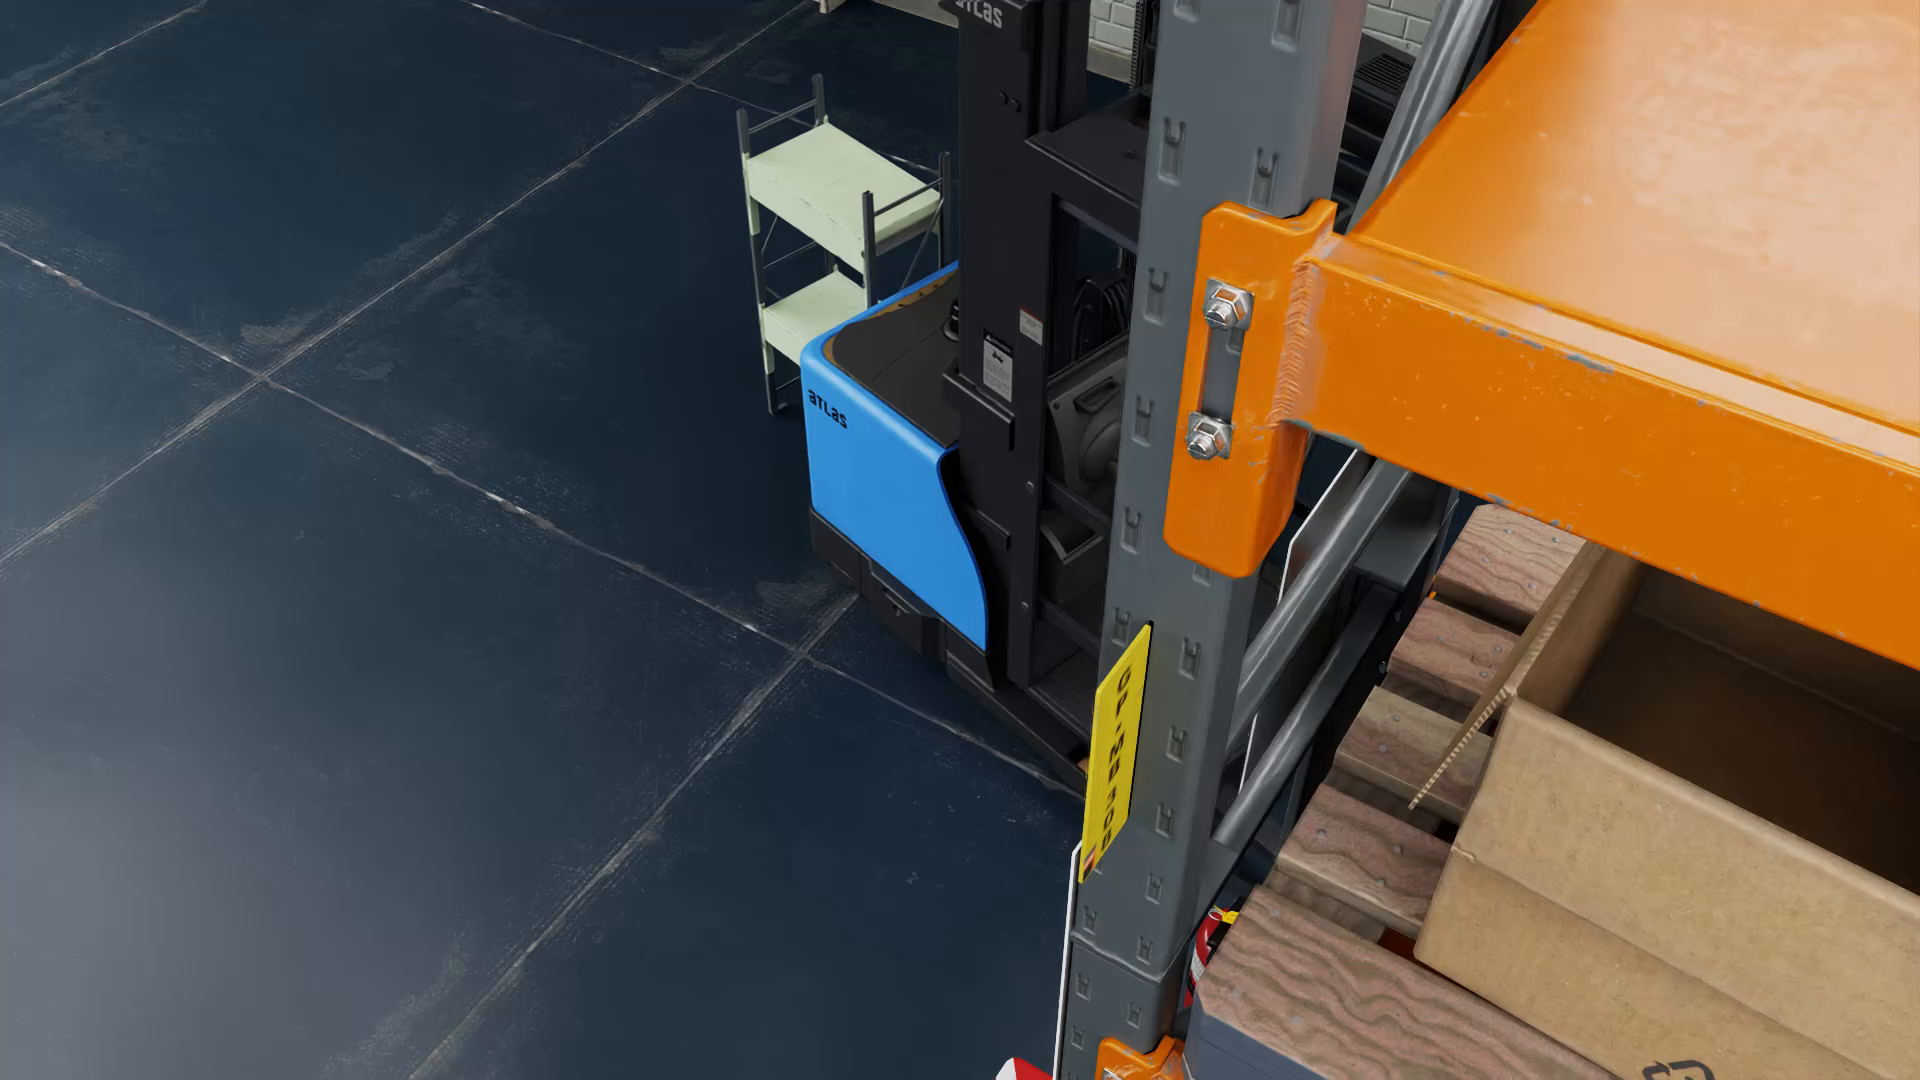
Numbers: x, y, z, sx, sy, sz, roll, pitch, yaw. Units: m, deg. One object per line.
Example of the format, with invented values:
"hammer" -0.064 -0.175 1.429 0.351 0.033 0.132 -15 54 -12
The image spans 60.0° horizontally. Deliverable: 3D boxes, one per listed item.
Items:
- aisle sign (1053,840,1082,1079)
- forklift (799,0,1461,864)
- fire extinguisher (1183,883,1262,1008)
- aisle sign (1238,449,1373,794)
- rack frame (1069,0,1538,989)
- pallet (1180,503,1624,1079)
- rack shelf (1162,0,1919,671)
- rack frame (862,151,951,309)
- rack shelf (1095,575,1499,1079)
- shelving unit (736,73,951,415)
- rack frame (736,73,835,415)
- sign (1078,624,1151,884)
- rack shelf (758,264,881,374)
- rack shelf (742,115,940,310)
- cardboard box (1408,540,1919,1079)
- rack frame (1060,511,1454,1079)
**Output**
"aisle sign" 0.239 0.522 2.339 0.004 0.787 0.394 25 51 22
"forklift" 0.772 -0.413 5.108 1.130 2.935 3.031 -33 54 -28
"fire extinguisher" 0.611 0.969 3.771 0.183 0.674 0.296 25 51 22
"aisle sign" 0.563 0.160 2.691 0.004 0.787 0.394 25 51 22
"rack frame" 0.460 -0.822 1.274 0.127 3.000 1.000 25 51 22
"pallet" 1.041 0.543 2.101 1.213 0.211 1.003 25 51 22
"rack shelf" 2.143 0.342 0.923 4.000 0.370 1.077 25 51 22
"rack frame" -0.190 -0.785 6.467 0.400 1.500 0.023 -33 54 -28
"rack shelf" 2.143 1.248 1.856 4.000 0.370 1.077 25 51 22
"shelving unit" -0.437 -0.979 6.656 0.431 1.500 0.755 -33 54 -28
"rack frame" -0.683 -1.173 6.845 0.400 1.500 0.023 -33 54 -28
"sign" 0.155 0.224 1.685 0.005 0.325 0.100 25 51 22
"rack shelf" -0.437 -0.752 6.890 0.431 0.370 0.720 -33 54 -28
"rack shelf" -0.437 -1.251 6.376 0.431 0.370 0.720 -33 54 -28
"cardboard box" 0.941 0.217 1.894 0.637 0.503 0.797 28 52 25
"rack frame" 0.460 1.268 3.426 0.127 3.000 1.000 25 51 22
